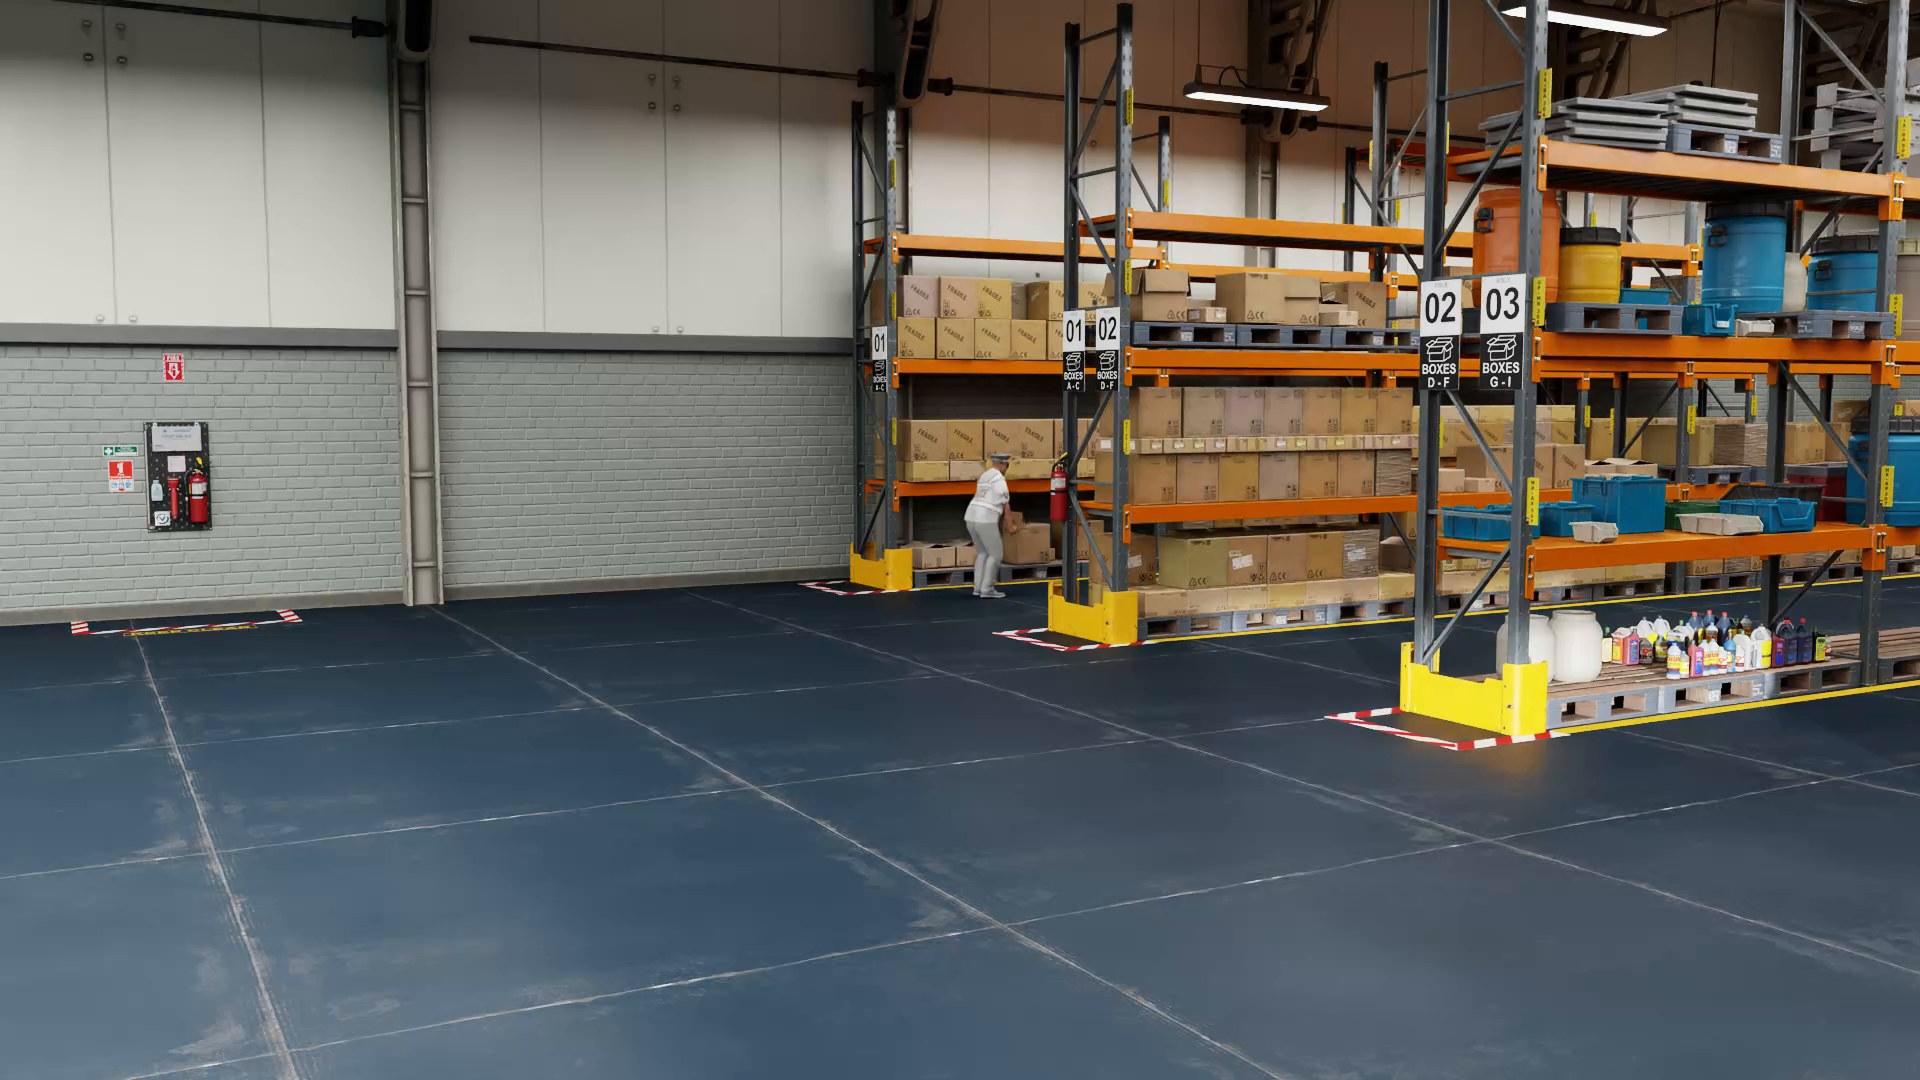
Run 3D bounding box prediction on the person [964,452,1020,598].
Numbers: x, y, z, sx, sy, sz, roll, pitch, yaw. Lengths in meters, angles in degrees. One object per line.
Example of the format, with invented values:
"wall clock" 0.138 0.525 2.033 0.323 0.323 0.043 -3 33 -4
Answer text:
"person" 0.362 -0.178 19.587 0.619 1.704 0.481 -3 6 -30
